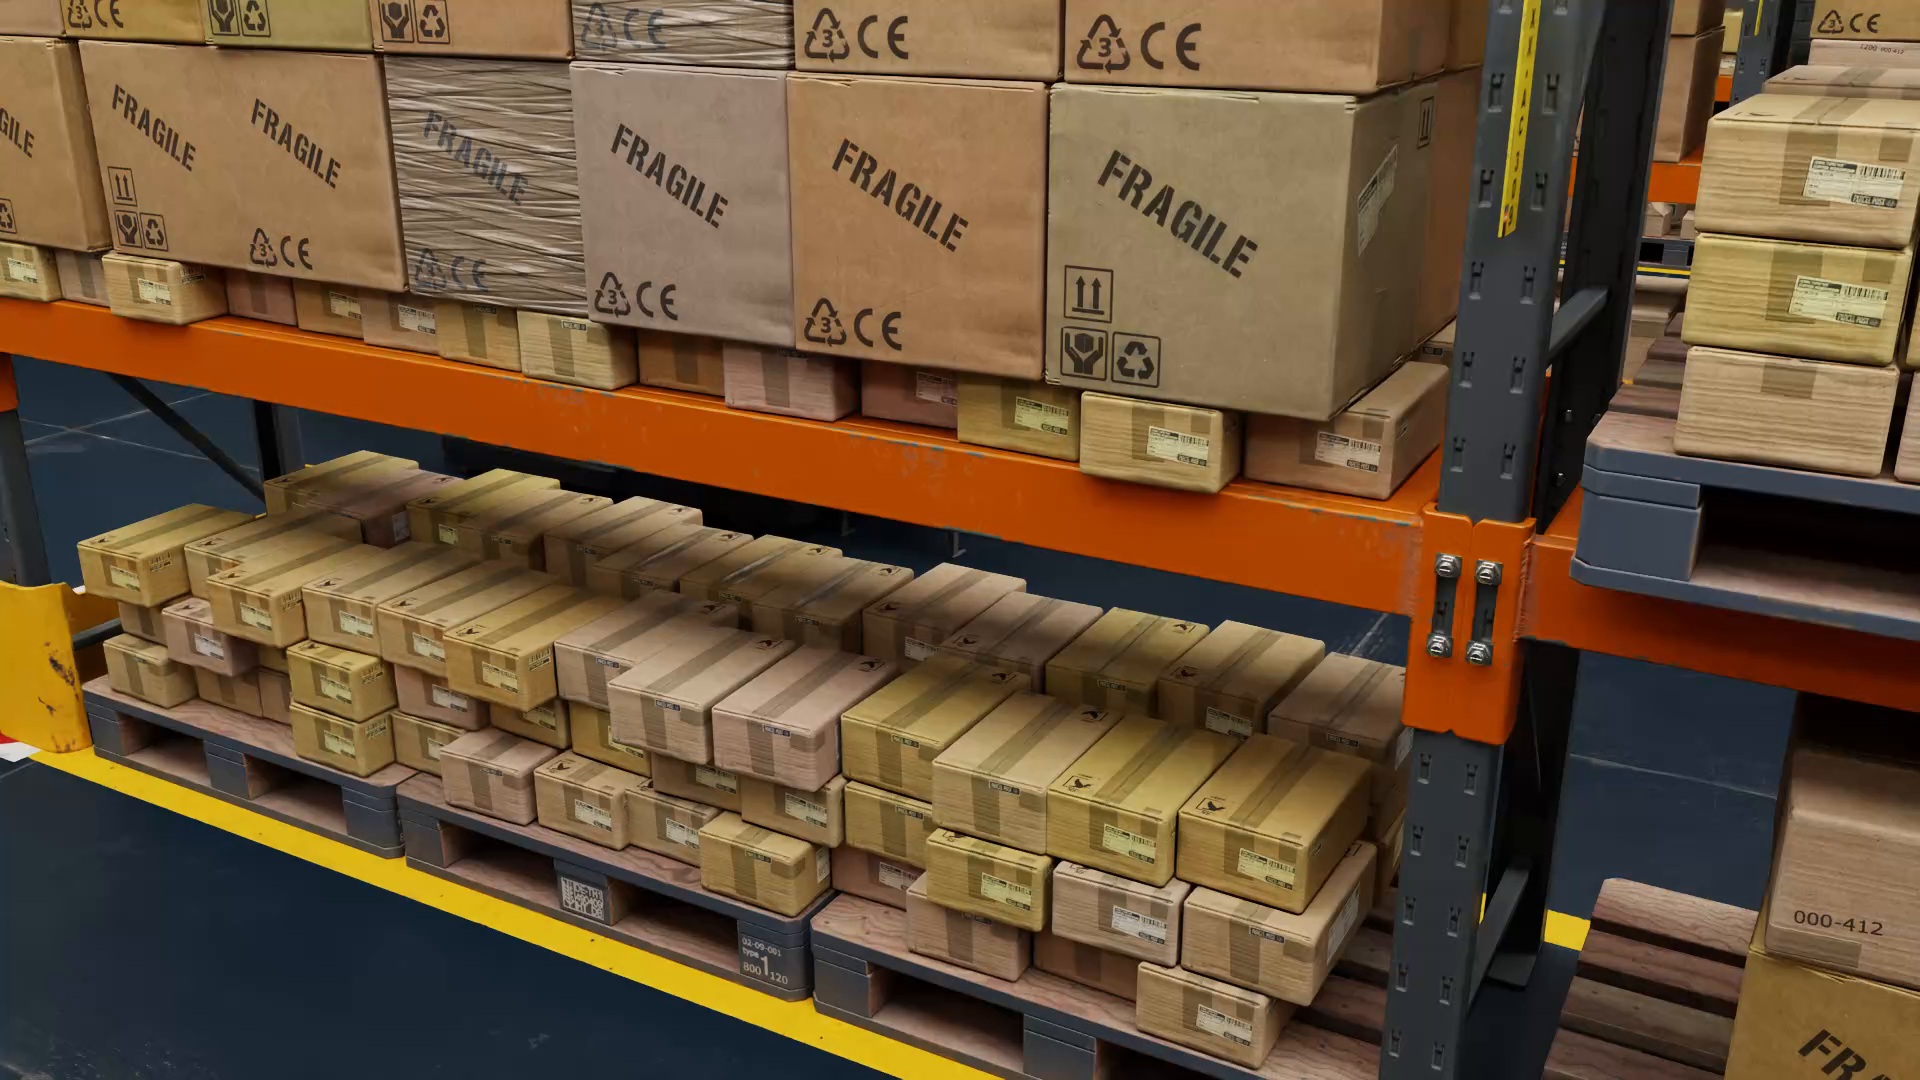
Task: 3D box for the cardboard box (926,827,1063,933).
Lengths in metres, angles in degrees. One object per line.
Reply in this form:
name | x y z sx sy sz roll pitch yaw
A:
cardboard box | 0.128 0.616 3.396 0.250 0.149 0.380 10 22 25

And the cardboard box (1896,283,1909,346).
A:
cardboard box | 1.486 -0.420 2.878 0.250 0.149 0.380 10 22 26

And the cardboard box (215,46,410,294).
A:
cardboard box | -1.291 -0.877 3.800 0.500 0.500 0.500 11 23 28

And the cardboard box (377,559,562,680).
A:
cardboard box | -1.206 0.194 4.125 0.250 0.149 0.380 12 23 29

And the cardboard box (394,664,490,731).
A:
cardboard box | -1.200 0.321 4.211 0.250 0.149 0.380 10 22 25

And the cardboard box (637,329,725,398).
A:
cardboard box | -0.464 -0.425 3.507 0.250 0.149 0.380 10 22 27

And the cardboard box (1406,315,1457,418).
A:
cardboard box | 0.955 -0.375 3.367 0.250 0.149 0.380 12 23 29

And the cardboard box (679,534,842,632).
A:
cardboard box | -0.509 0.128 4.305 0.250 0.149 0.380 11 23 28

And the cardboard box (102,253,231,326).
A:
cardboard box | -1.875 -0.653 4.135 0.250 0.149 0.380 10 22 26

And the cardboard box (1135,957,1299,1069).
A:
cardboard box | 0.534 0.831 3.241 0.250 0.149 0.380 11 23 28

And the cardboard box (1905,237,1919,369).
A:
cardboard box | 1.390 -0.322 2.171 0.250 0.149 0.380 10 22 26

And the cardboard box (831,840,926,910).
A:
cardboard box | -0.084 0.658 3.717 0.250 0.149 0.380 10 22 26

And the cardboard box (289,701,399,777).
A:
cardboard box | -1.490 0.445 4.303 0.250 0.149 0.380 11 23 28

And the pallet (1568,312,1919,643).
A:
pallet | 1.639 -0.088 2.489 1.213 0.211 1.003 11 23 27

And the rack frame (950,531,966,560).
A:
rack frame | 0.069 -0.974 5.971 0.015 2.100 0.400 11 23 27

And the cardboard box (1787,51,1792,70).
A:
cardboard box | 5.385 -3.177 11.092 0.250 0.149 0.380 11 23 28

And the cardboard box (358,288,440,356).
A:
cardboard box | -1.155 -0.549 3.848 0.250 0.149 0.380 10 22 26

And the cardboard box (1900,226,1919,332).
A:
cardboard box | 3.949 -0.958 7.107 0.875 0.875 0.875 12 23 29

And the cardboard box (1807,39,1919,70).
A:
cardboard box | 3.615 -1.846 6.542 0.500 0.250 0.500 10 22 26

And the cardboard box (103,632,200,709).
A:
cardboard box | -2.148 0.312 4.672 0.250 0.149 0.380 11 23 28

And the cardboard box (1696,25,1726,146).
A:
cardboard box | 3.087 -2.042 7.448 0.500 0.500 0.500 12 23 29

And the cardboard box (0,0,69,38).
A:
cardboard box | -2.187 -1.517 4.098 0.500 0.500 0.500 11 22 27

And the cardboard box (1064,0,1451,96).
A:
cardboard box | 0.501 -1.003 2.681 0.500 0.500 0.500 10 22 25

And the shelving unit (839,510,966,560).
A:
shelving unit | -0.145 -1.015 6.083 0.503 2.100 0.431 11 23 27

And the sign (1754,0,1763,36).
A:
sign | 3.099 -2.117 6.418 0.005 0.325 0.100 11 23 27

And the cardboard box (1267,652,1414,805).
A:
cardboard box | 0.843 0.396 3.567 0.250 0.149 0.380 12 23 29

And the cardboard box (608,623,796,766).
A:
cardboard box | -0.569 0.338 3.726 0.250 0.149 0.380 10 22 25

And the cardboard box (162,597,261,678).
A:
cardboard box | -1.905 0.215 4.501 0.250 0.149 0.380 11 23 27

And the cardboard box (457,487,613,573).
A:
cardboard box | -1.189 -0.012 4.691 0.250 0.149 0.380 10 22 25

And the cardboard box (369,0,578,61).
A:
cardboard box | -0.853 -1.258 3.384 0.500 0.500 0.500 10 22 26

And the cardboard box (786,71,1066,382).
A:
cardboard box | 0.030 -0.618 3.087 0.500 0.500 0.500 10 22 26

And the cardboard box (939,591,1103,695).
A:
cardboard box | 0.148 0.269 3.919 0.250 0.149 0.380 10 22 26

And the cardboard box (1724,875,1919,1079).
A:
cardboard box | 1.559 0.831 2.724 0.500 0.500 0.500 12 23 29

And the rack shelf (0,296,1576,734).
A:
rack shelf | -0.703 -0.343 3.966 4.000 0.370 1.077 11 23 27

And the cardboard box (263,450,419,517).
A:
cardboard box | -1.863 -0.138 5.038 0.250 0.149 0.380 11 23 28

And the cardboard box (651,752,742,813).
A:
cardboard box | -0.499 0.458 3.831 0.250 0.149 0.380 10 22 25

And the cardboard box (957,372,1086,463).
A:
cardboard box | 0.197 -0.281 3.108 0.250 0.149 0.380 12 23 29

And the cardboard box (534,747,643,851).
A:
cardboard box | -0.791 0.565 3.973 0.250 0.149 0.380 11 23 27

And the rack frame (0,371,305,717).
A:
rack frame | -2.449 -1.013 4.760 0.127 3.000 1.000 11 23 27

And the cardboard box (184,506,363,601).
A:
cardboard box | -1.858 0.048 4.526 0.250 0.149 0.380 11 23 28

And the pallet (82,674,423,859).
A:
pallet | -1.691 0.456 4.799 1.213 0.211 1.003 11 23 27

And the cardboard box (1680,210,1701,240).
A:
cardboard box | 5.157 -2.179 11.539 0.250 0.149 0.380 10 22 26

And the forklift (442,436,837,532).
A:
forklift | -1.627 -1.772 6.952 3.031 2.935 1.130 12 23 30

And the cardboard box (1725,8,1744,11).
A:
cardboard box | 5.486 -3.549 11.534 0.500 0.250 0.500 11 22 27

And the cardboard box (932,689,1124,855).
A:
cardboard box | 0.142 0.463 3.382 0.250 0.149 0.380 11 22 27
